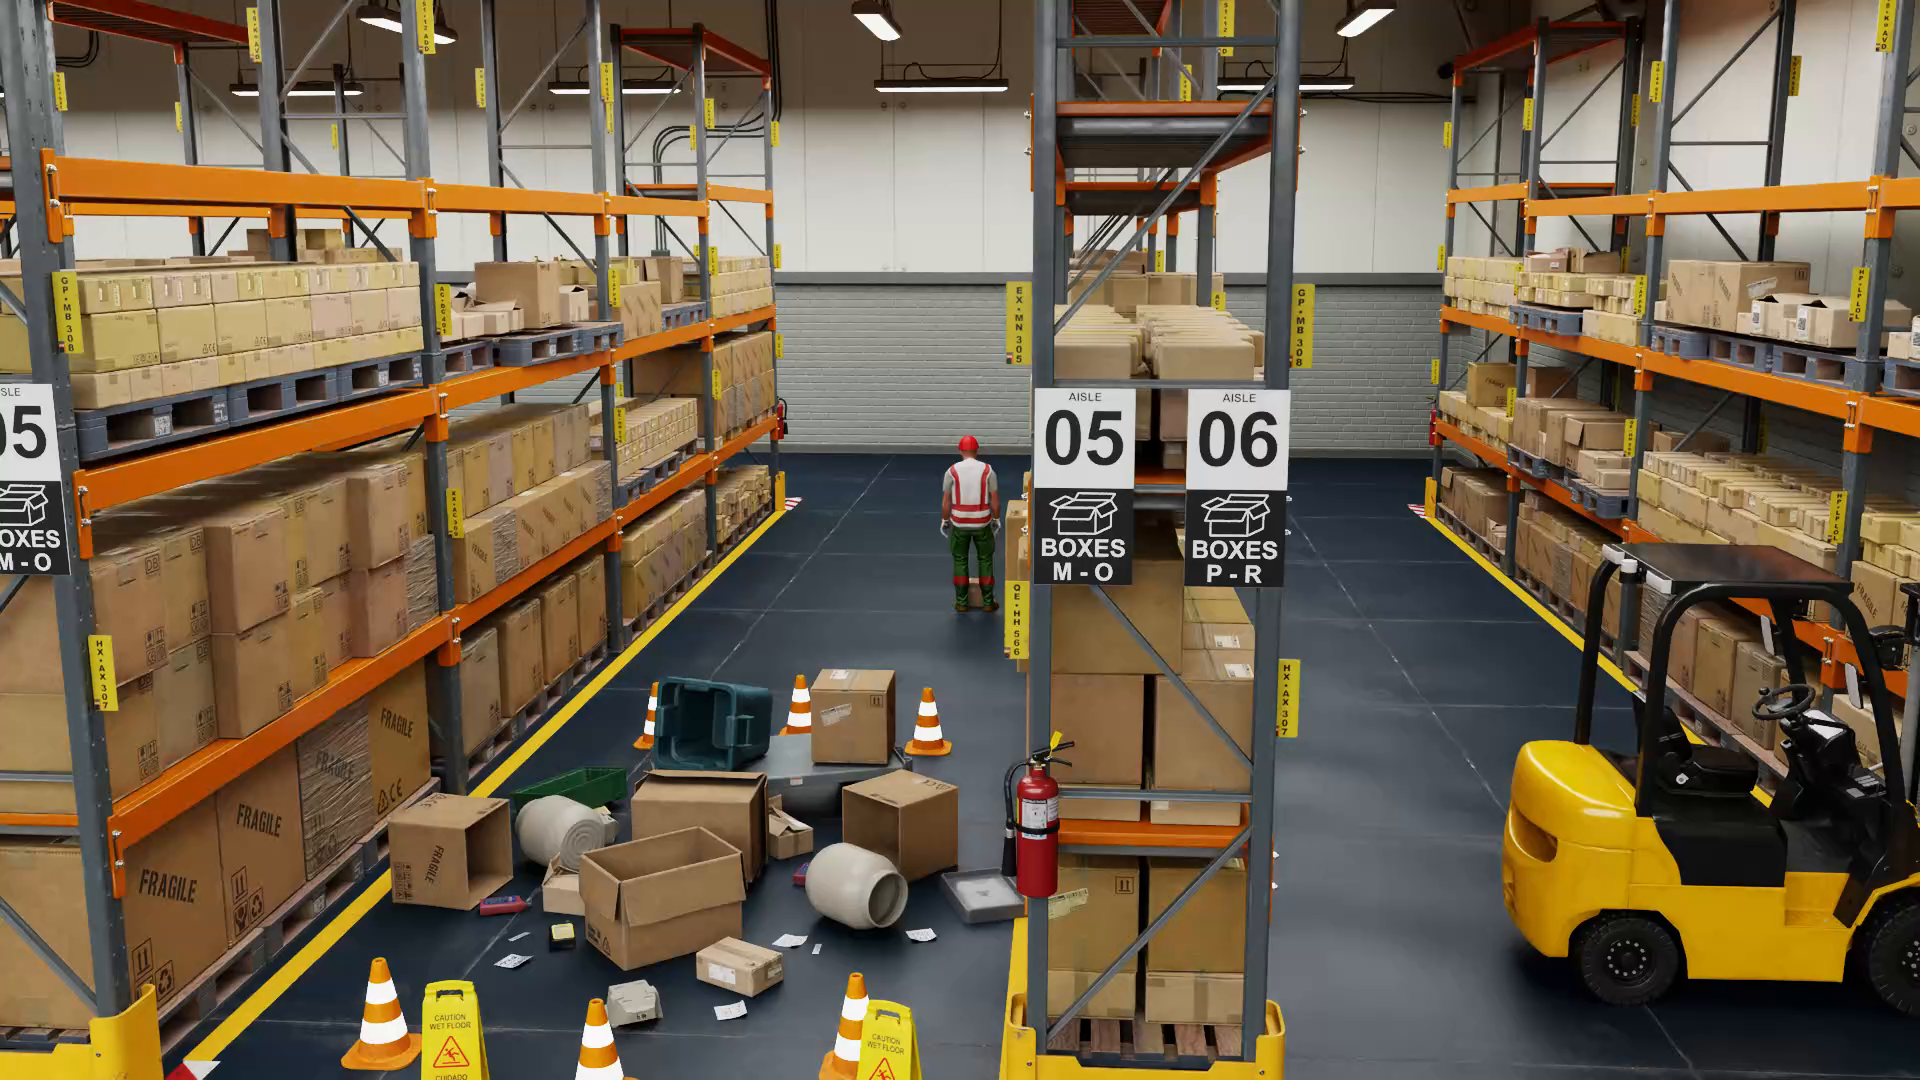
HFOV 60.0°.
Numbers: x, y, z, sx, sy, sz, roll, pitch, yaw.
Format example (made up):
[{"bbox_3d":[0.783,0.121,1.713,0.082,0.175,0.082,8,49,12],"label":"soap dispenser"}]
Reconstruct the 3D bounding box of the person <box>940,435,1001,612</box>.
[{"bbox_3d":[0.111,-0.169,16.784,0.617,1.778,0.453,0,11,0],"label":"person"}]
